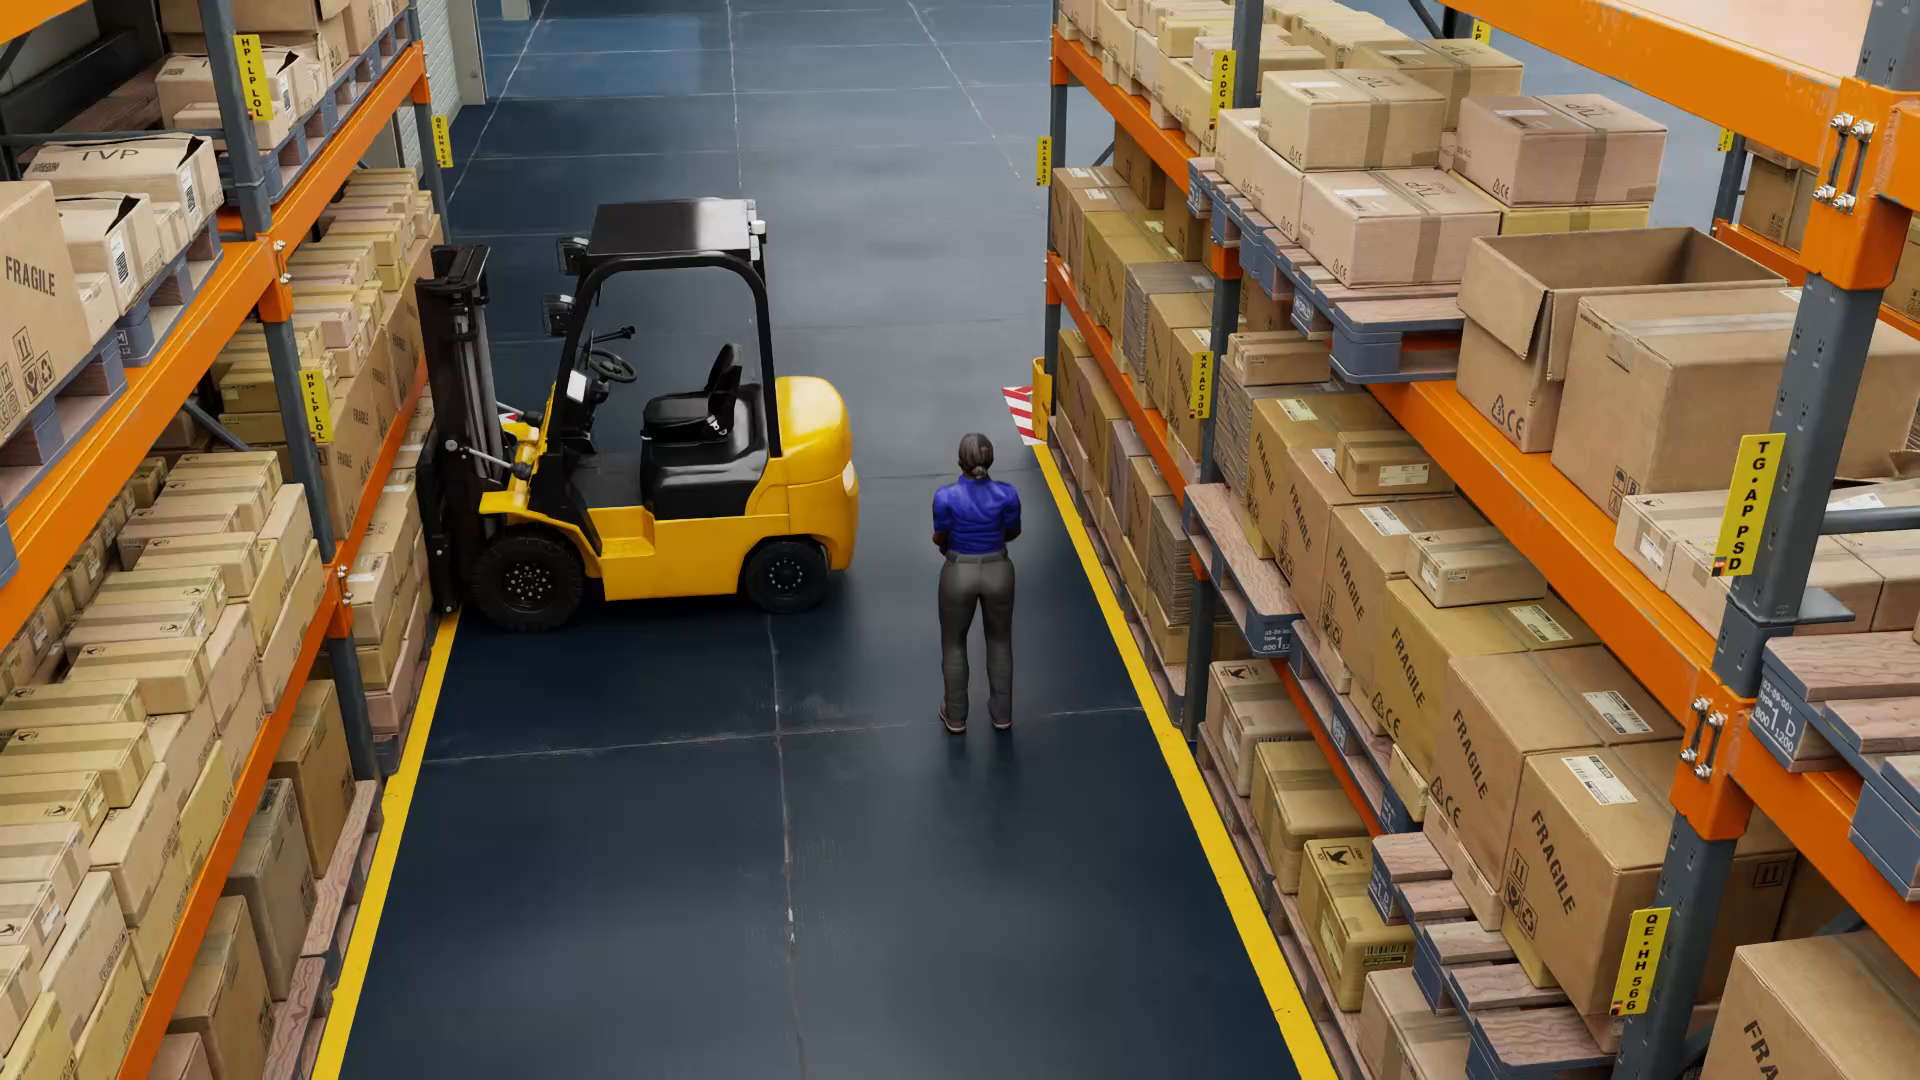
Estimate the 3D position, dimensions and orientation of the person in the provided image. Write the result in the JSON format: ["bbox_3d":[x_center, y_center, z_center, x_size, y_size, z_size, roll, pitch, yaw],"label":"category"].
[{"bbox_3d":[0.076,0.170,8.306,0.451,1.649,0.514,-3,27,-6],"label":"person"}]
